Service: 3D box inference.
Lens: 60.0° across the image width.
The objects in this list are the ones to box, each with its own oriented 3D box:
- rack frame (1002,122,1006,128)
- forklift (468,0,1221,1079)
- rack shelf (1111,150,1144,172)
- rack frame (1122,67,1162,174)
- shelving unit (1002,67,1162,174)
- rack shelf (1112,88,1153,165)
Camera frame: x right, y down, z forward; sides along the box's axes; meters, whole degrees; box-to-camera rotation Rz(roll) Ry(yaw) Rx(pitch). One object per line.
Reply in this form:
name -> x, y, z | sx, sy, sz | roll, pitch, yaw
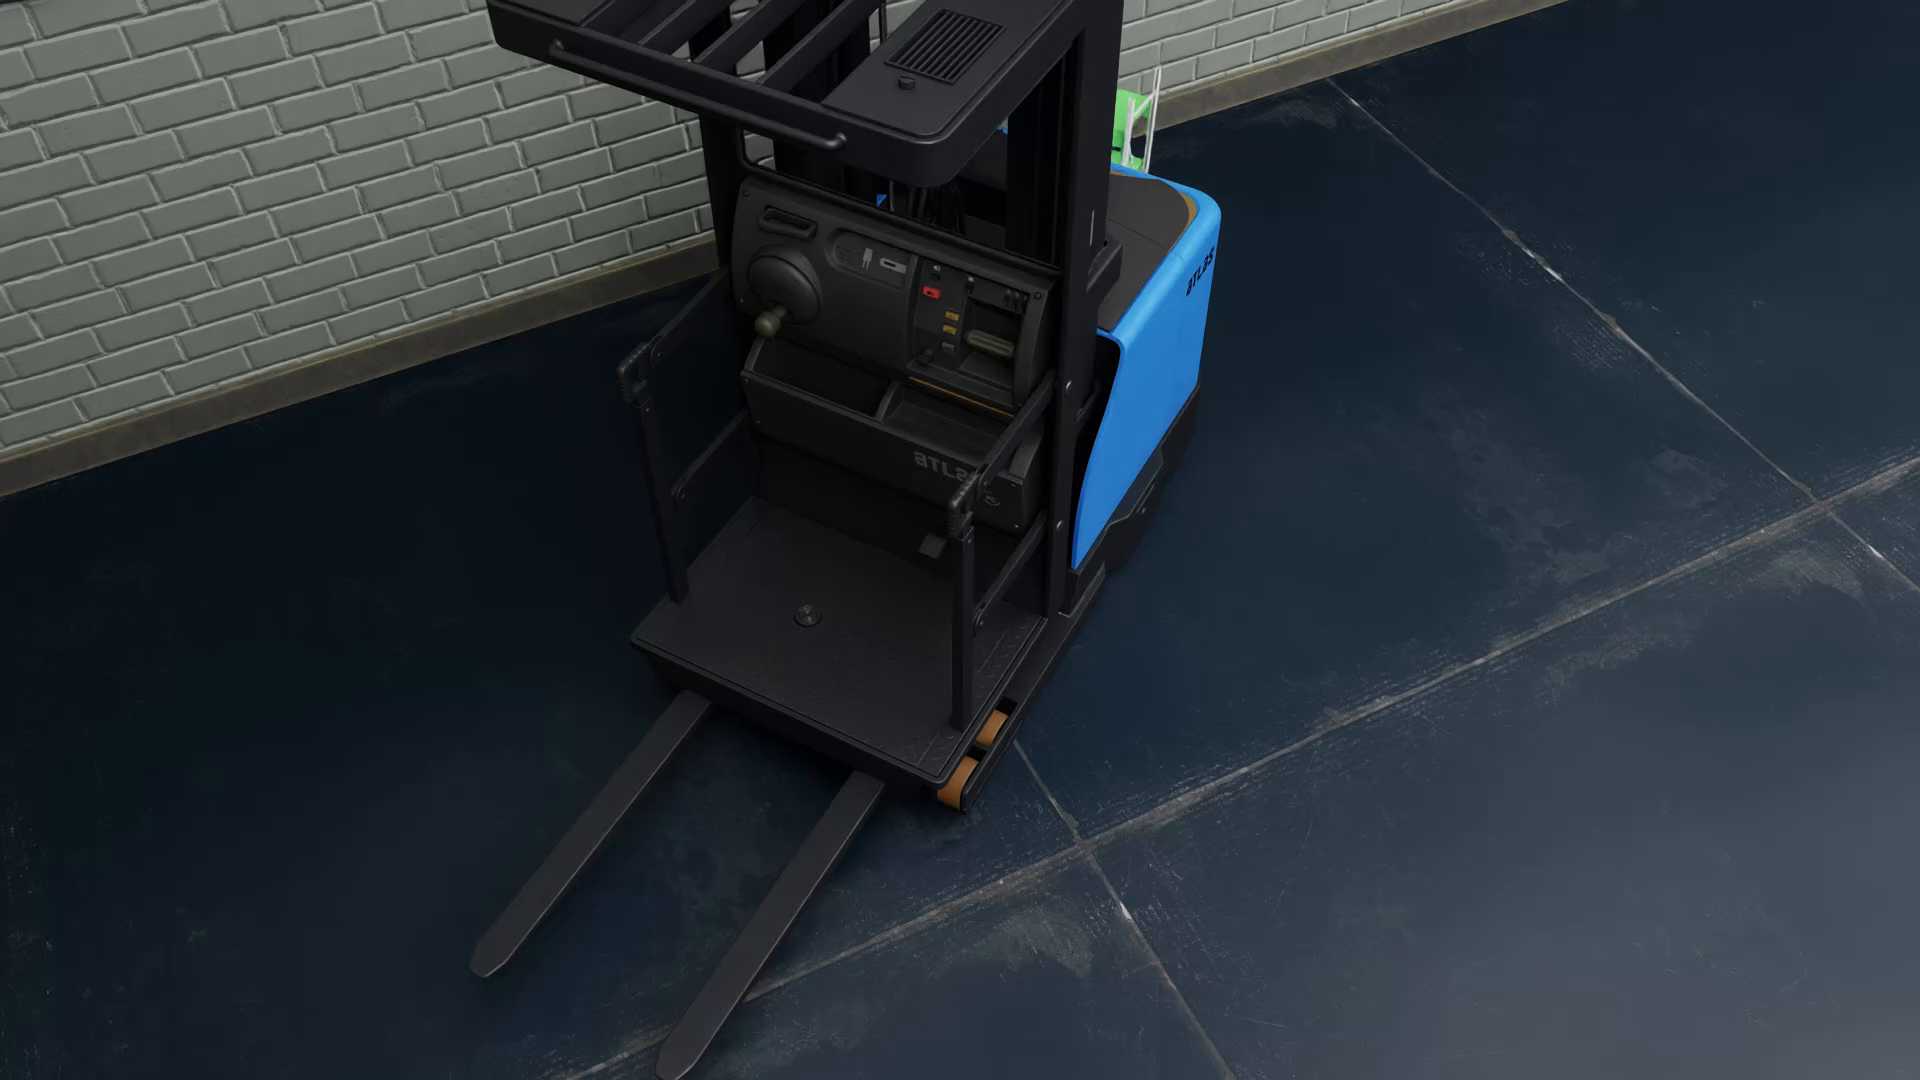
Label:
rack frame -> 0.159, -1.251, 6.036 | 0.015, 1.200, 0.240 | 22, 49, 18
forklift -> -0.301, -0.550, 4.283 | 1.130, 2.935, 3.031 | 22, 52, 18
rack shelf -> 0.380, -1.288, 5.835 | 0.480, 0.148, 0.258 | 22, 49, 18
rack frame -> 0.590, -1.078, 5.885 | 0.015, 1.200, 0.240 | 22, 49, 18
shelving unit -> 0.375, -1.165, 5.961 | 0.503, 1.200, 0.258 | 22, 49, 18
rack shelf -> 0.388, -1.456, 5.664 | 0.480, 0.148, 0.258 | 22, 49, 18
